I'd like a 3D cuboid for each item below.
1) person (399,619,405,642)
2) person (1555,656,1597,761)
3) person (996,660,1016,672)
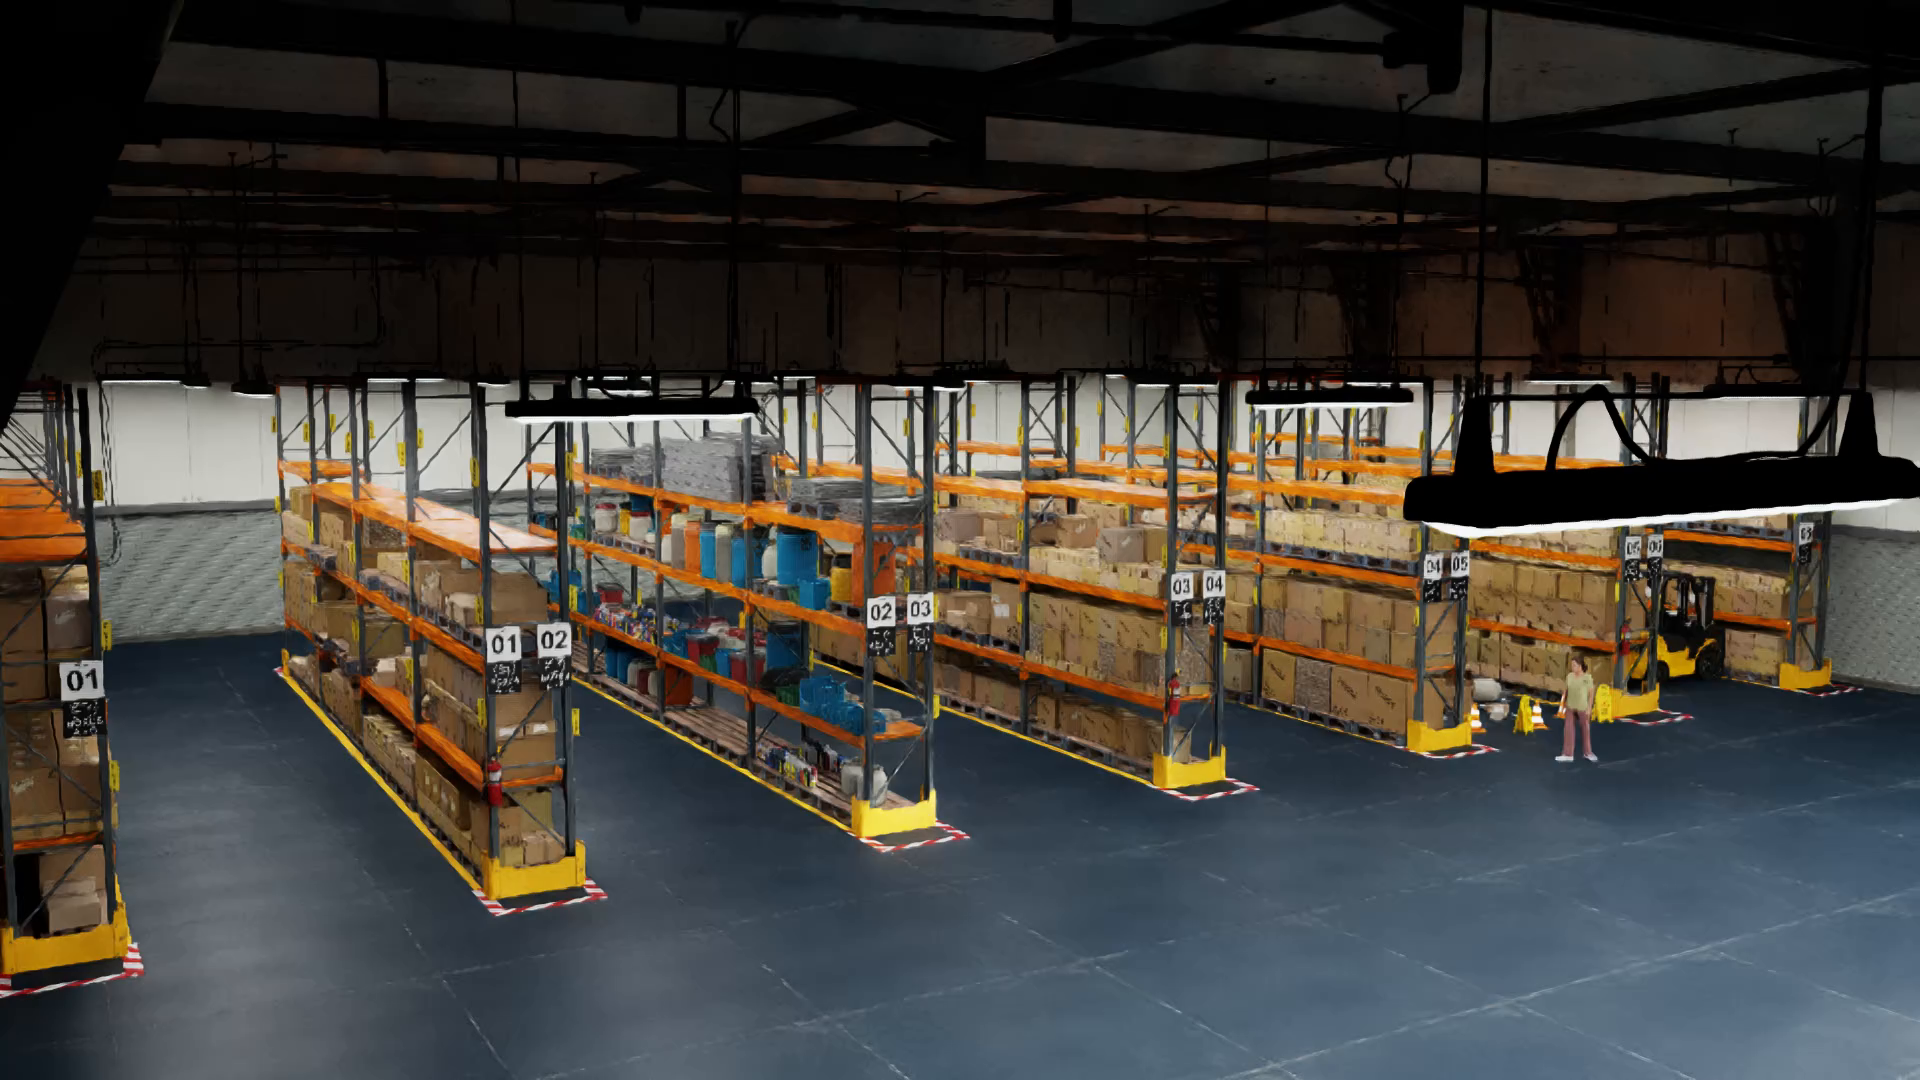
[{"bbox_3d":[-12.674,1.431,36.776,0.525,1.769,0.784,2,7,19],"label":"person"},{"bbox_3d":[9.739,2.646,26.154,0.571,1.674,0.542,6,8,42],"label":"person"},{"bbox_3d":[0.990,1.867,33.490,0.639,1.632,0.506,-4,7,-32],"label":"person"}]
